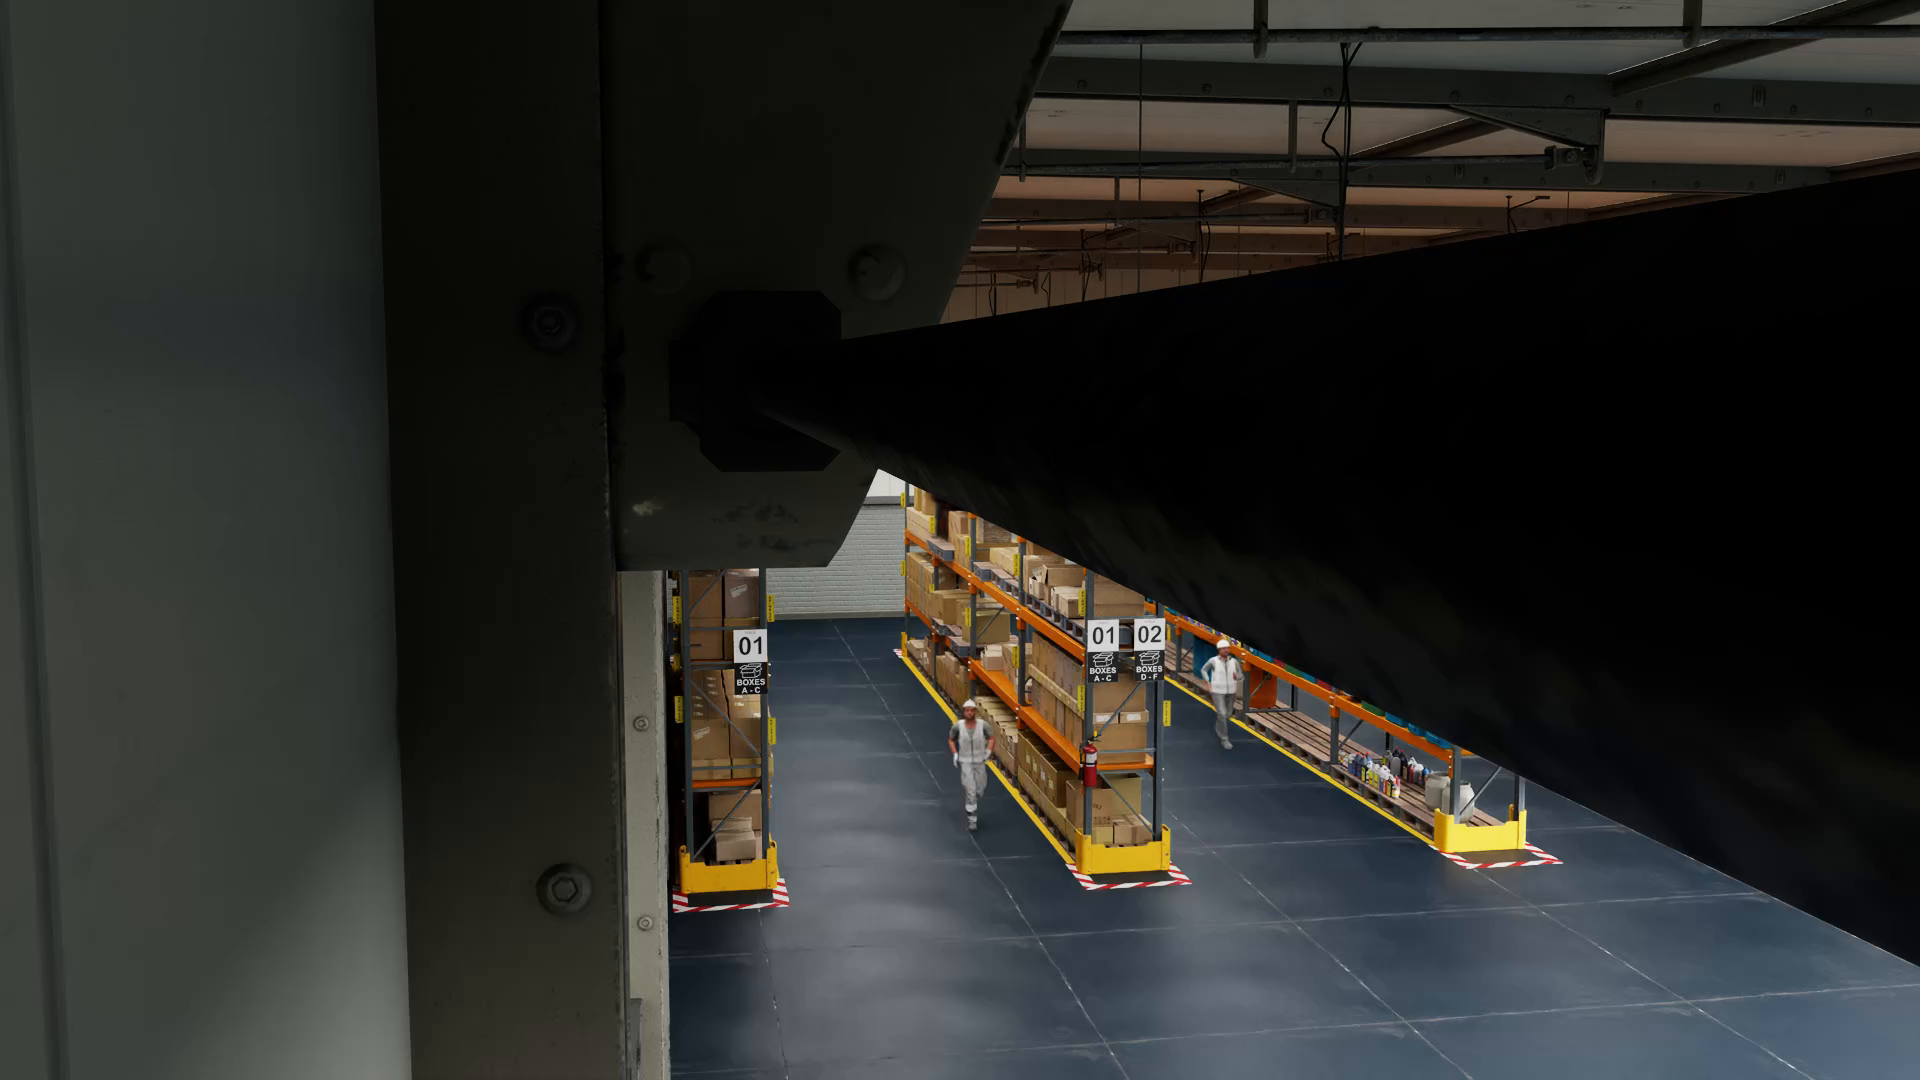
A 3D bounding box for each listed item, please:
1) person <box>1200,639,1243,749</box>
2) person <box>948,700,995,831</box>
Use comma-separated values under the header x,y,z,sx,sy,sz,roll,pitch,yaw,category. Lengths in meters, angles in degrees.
x,y,z,sx,sy,sz,roll,pitch,yaw,category
4.409,2.541,27.841,0.656,1.758,0.969,-2,6,-14,person
0.166,3.081,23.003,0.650,1.768,0.722,0,6,-4,person
